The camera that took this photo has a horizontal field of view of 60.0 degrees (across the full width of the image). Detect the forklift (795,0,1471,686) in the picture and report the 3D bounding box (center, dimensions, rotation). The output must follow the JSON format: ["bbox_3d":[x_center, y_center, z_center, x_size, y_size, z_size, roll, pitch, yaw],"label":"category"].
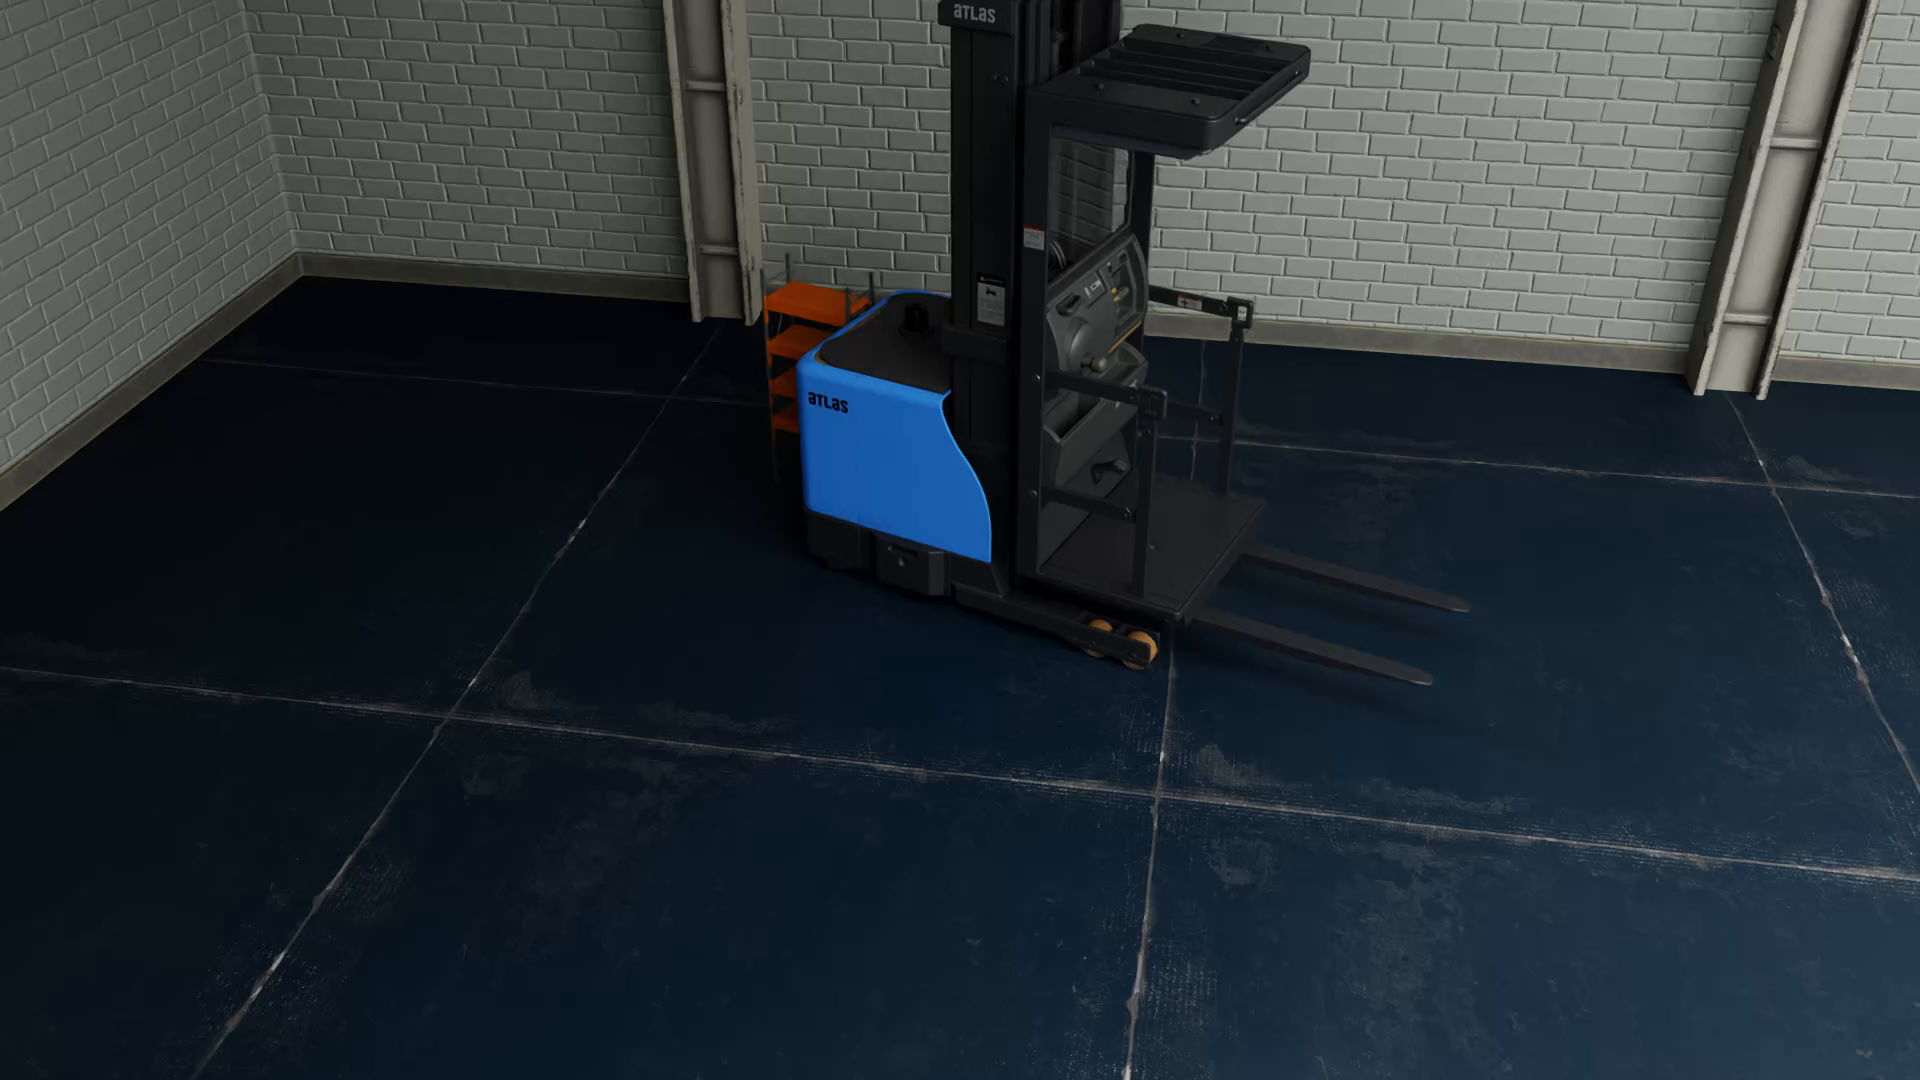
[{"bbox_3d":[0.777,-0.995,7.077,3.031,2.935,1.130,16,36,24],"label":"forklift"}]

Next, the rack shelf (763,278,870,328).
[{"bbox_3d":[-0.696,-1.133,8.189,0.480,0.148,0.258,16,36,24],"label":"rack shelf"}]

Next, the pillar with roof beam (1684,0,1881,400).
[{"bbox_3d":[3.725,-2.464,3.705,0.400,9.000,9.100,5,32,8],"label":"pillar with roof beam"}]

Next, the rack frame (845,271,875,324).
[{"bbox_3d":[-0.482,-0.738,8.298,0.015,1.200,0.240,16,36,24],"label":"rack frame"}]

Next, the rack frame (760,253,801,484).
[{"bbox_3d":[-0.910,-0.862,8.497,0.015,1.200,0.240,16,36,24],"label":"rack frame"}]

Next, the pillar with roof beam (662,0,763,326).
[{"bbox_3d":[-2.189,-2.999,4.560,0.400,9.000,9.100,5,32,8],"label":"pillar with roof beam"}]

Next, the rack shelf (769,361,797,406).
[{"bbox_3d":[-0.696,-0.743,8.433,0.480,0.148,0.258,16,36,24],"label":"rack shelf"}]

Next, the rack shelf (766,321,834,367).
[{"bbox_3d":[-0.696,-0.933,8.314,0.480,0.148,0.258,16,36,24],"label":"rack shelf"}]

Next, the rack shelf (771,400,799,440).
[{"bbox_3d":[-0.696,-0.575,8.538,0.480,0.148,0.258,16,36,24],"label":"rack shelf"}]

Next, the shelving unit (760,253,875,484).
[{"bbox_3d":[-0.696,-0.800,8.397,0.503,1.200,0.258,16,36,24],"label":"shelving unit"}]
